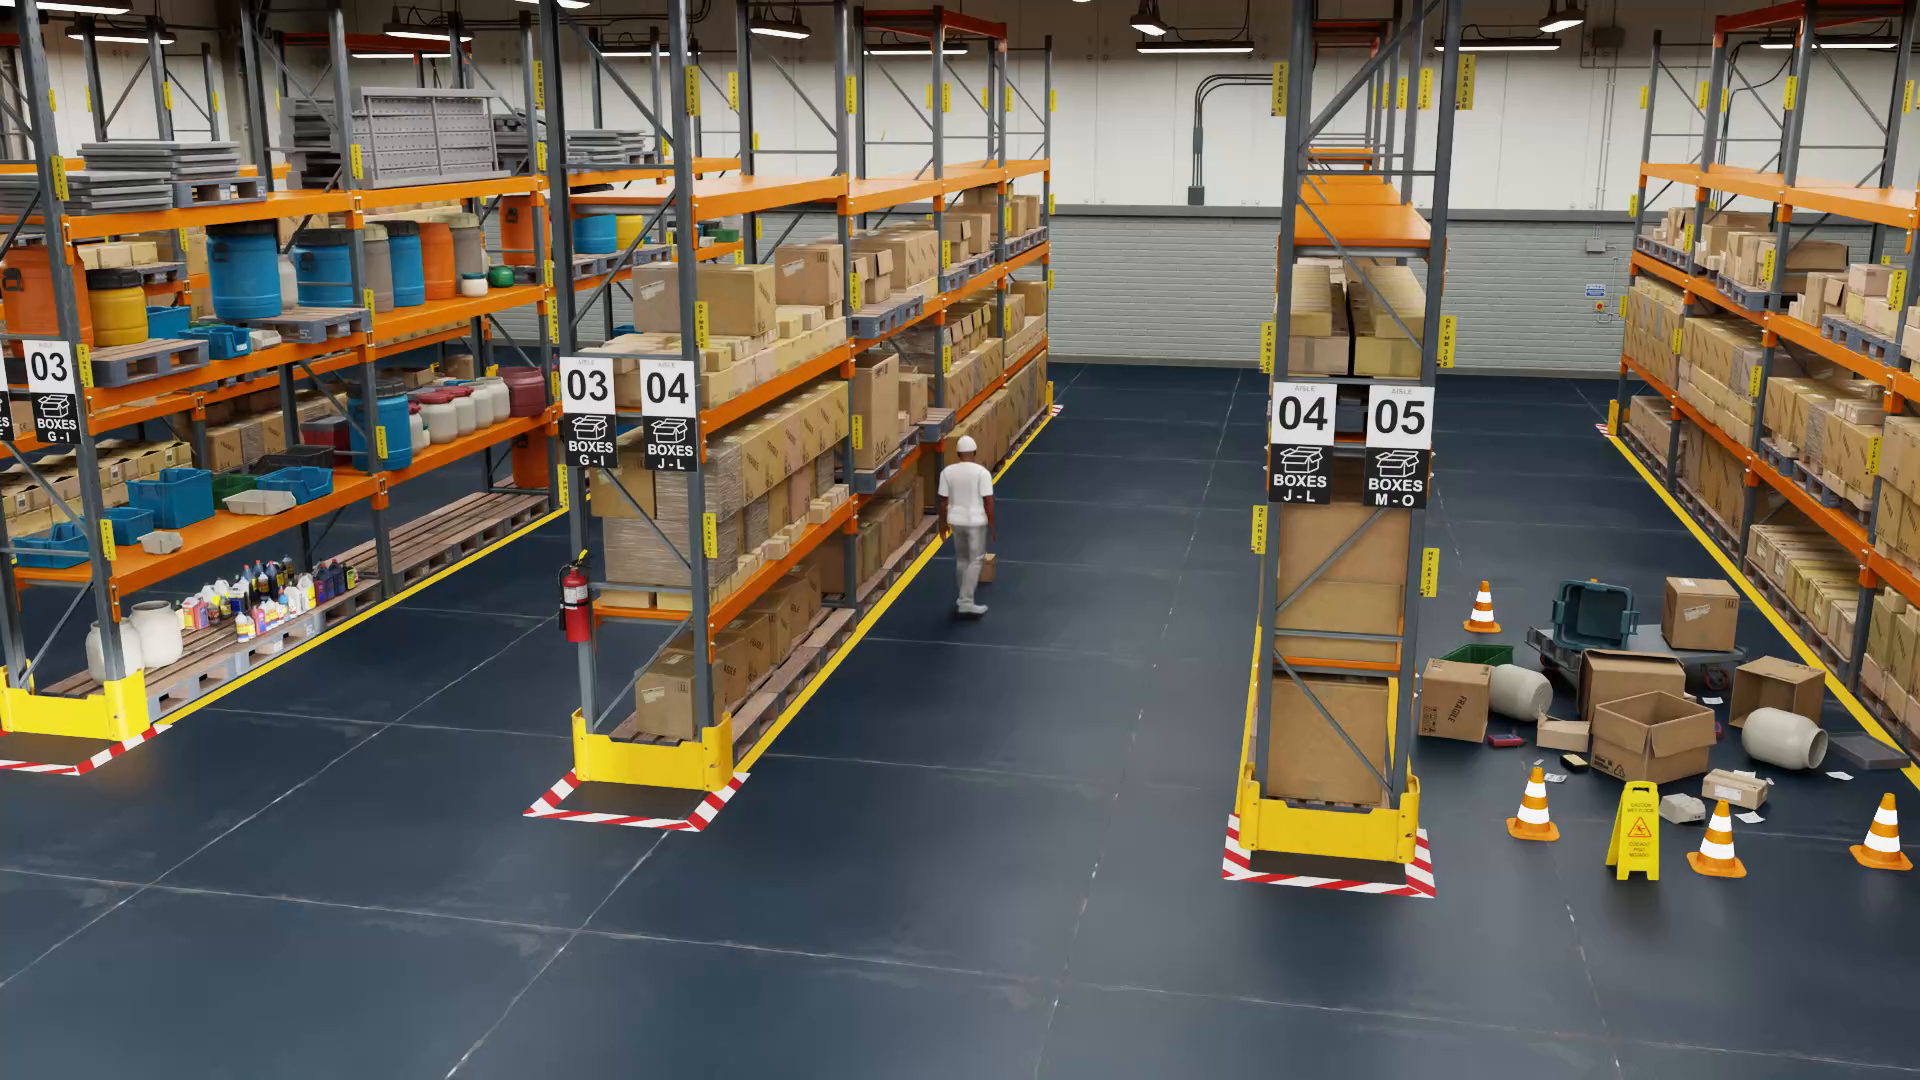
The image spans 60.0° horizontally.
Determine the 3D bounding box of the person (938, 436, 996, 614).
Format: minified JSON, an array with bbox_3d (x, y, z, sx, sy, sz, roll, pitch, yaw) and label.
[{"bbox_3d":[0.052,-0.146,16.531,0.603,1.754,0.571,7,16,25],"label":"person"}]
